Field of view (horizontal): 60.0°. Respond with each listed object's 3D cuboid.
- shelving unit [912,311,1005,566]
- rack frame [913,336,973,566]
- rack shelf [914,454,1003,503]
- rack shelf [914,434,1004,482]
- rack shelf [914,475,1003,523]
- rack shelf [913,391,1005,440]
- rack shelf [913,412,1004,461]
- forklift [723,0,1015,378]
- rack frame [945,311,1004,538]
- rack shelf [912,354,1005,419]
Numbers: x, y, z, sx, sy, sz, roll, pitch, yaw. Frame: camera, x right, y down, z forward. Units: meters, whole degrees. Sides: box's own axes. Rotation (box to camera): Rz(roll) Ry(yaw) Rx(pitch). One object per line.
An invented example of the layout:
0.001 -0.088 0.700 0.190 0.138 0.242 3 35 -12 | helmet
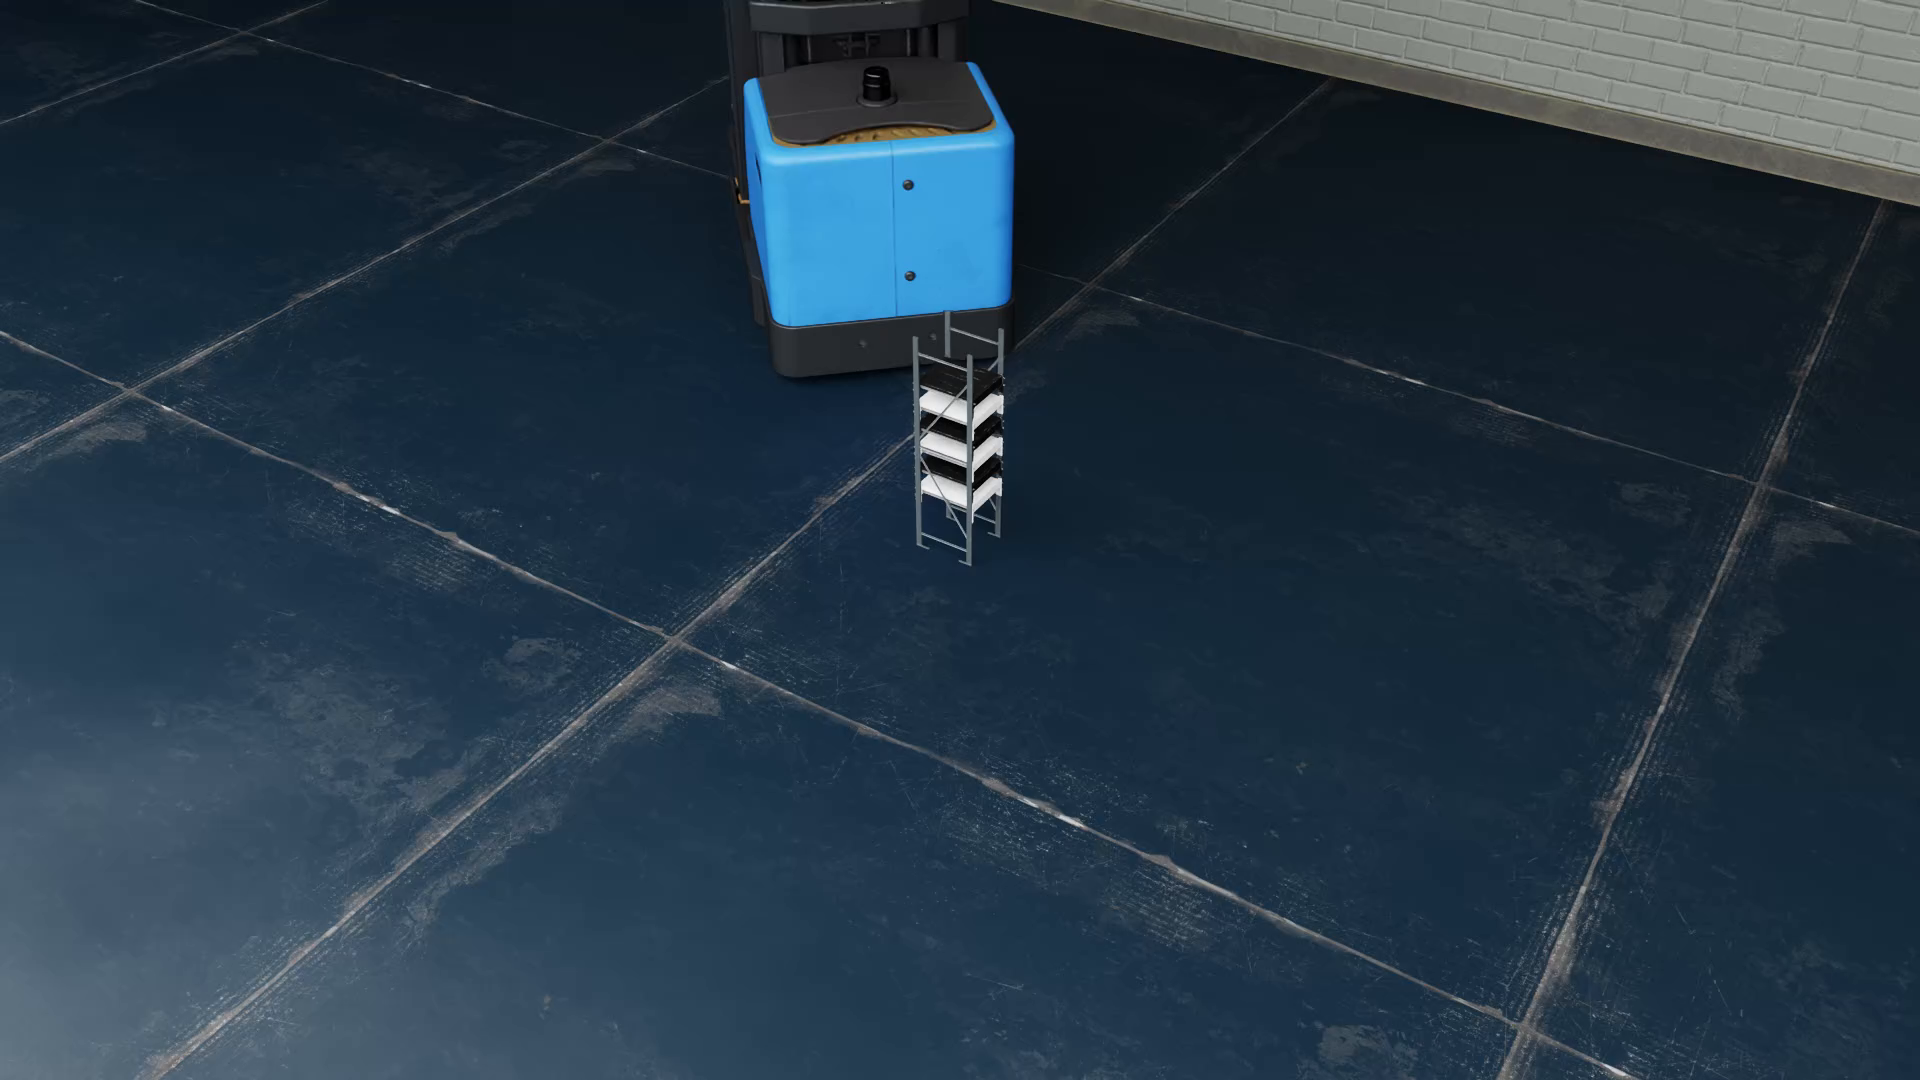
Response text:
-0.004 -0.352 5.970 0.258 0.900 0.210 21 42 25 | shelving unit
-0.059 -0.300 5.902 0.240 0.900 0.006 21 42 25 | rack frame
-0.004 -0.255 6.045 0.258 0.077 0.200 21 42 25 | rack shelf
-0.004 -0.326 5.990 0.258 0.077 0.200 21 42 25 | rack shelf
-0.004 -0.183 6.100 0.258 0.077 0.200 21 42 25 | rack shelf
-0.004 -0.468 5.880 0.258 0.077 0.200 21 42 25 | rack shelf
-0.004 -0.397 5.935 0.258 0.077 0.200 21 42 25 | rack shelf
-0.552 -2.747 7.412 1.130 2.935 3.031 -7 38 -9 | forklift
0.050 -0.405 6.038 0.240 0.900 0.006 21 42 25 | rack frame
-0.004 -0.540 5.825 0.258 0.077 0.200 21 42 25 | rack shelf
